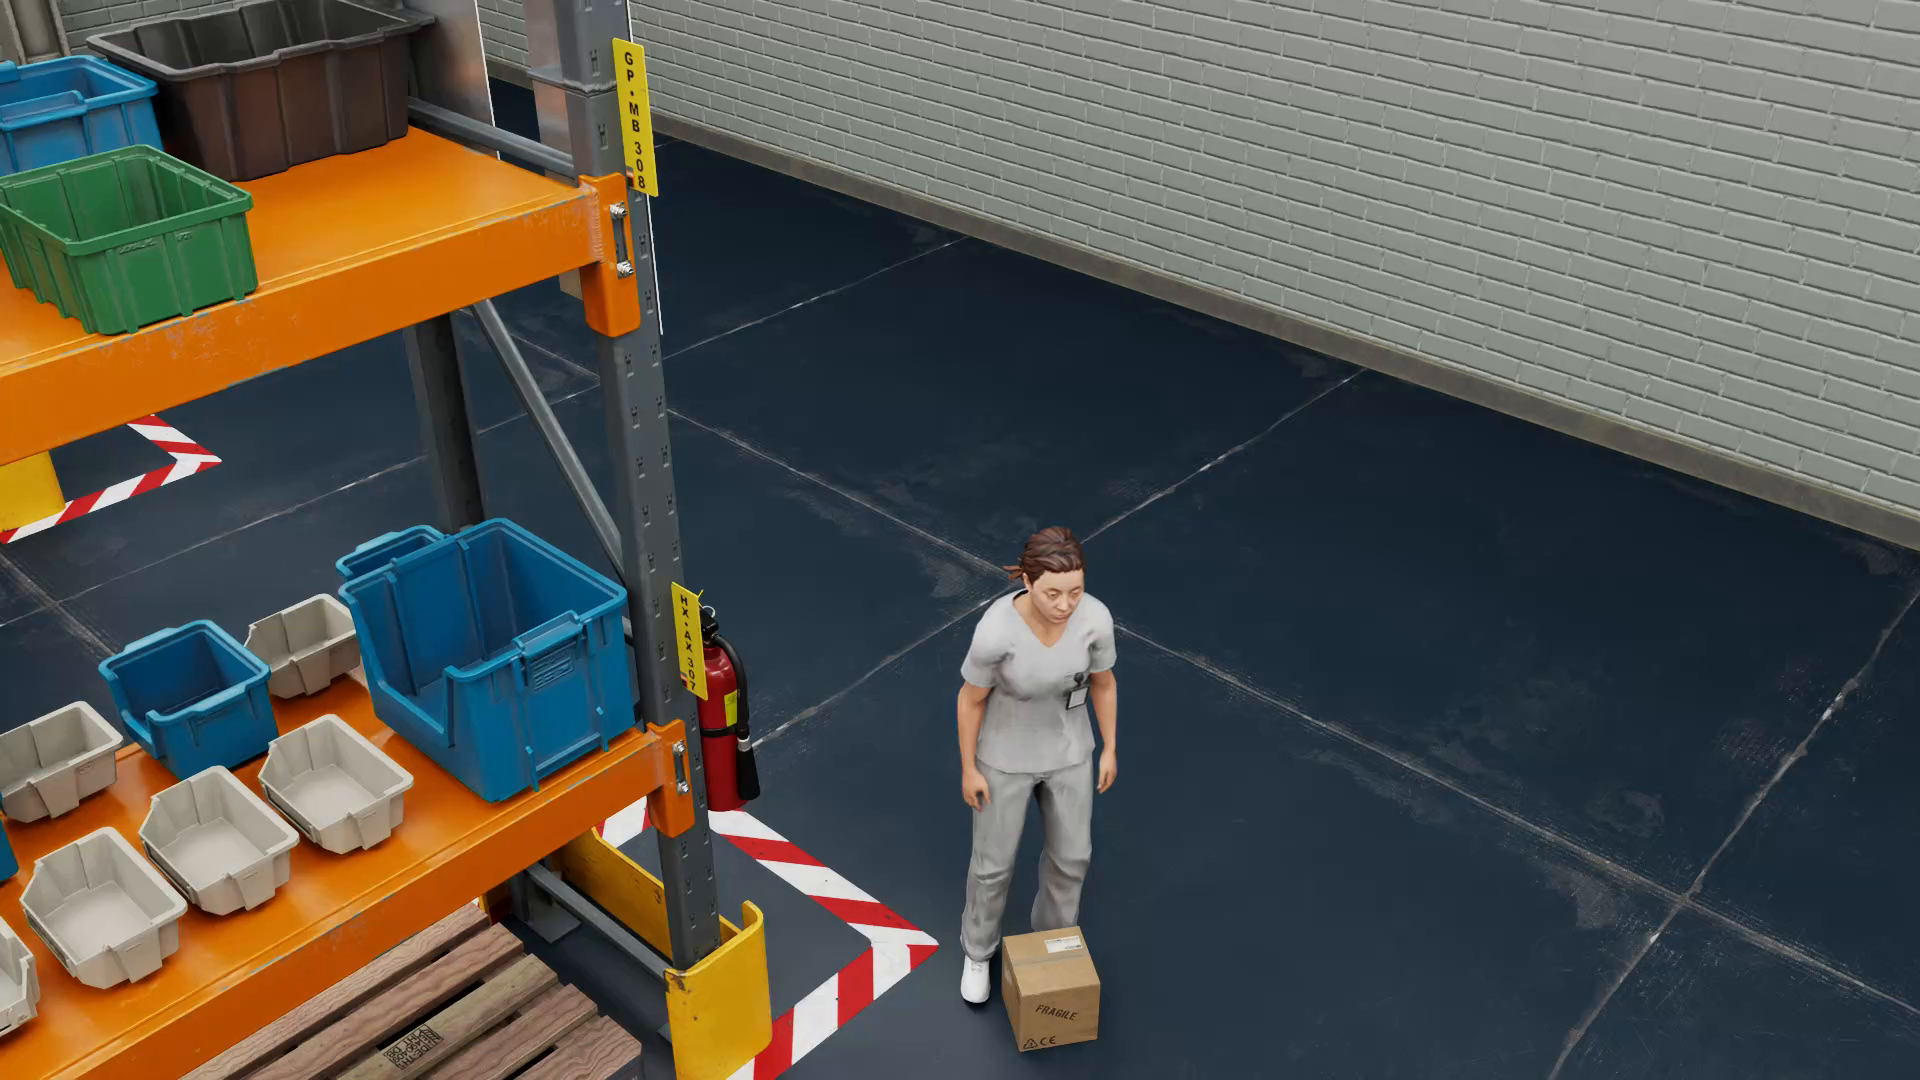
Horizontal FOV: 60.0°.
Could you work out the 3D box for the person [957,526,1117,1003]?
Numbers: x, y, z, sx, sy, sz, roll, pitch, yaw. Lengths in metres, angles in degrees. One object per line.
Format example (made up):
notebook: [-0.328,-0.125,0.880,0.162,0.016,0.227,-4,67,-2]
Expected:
person: [0.230,0.670,5.039,0.508,1.673,0.355,-7,32,-11]
